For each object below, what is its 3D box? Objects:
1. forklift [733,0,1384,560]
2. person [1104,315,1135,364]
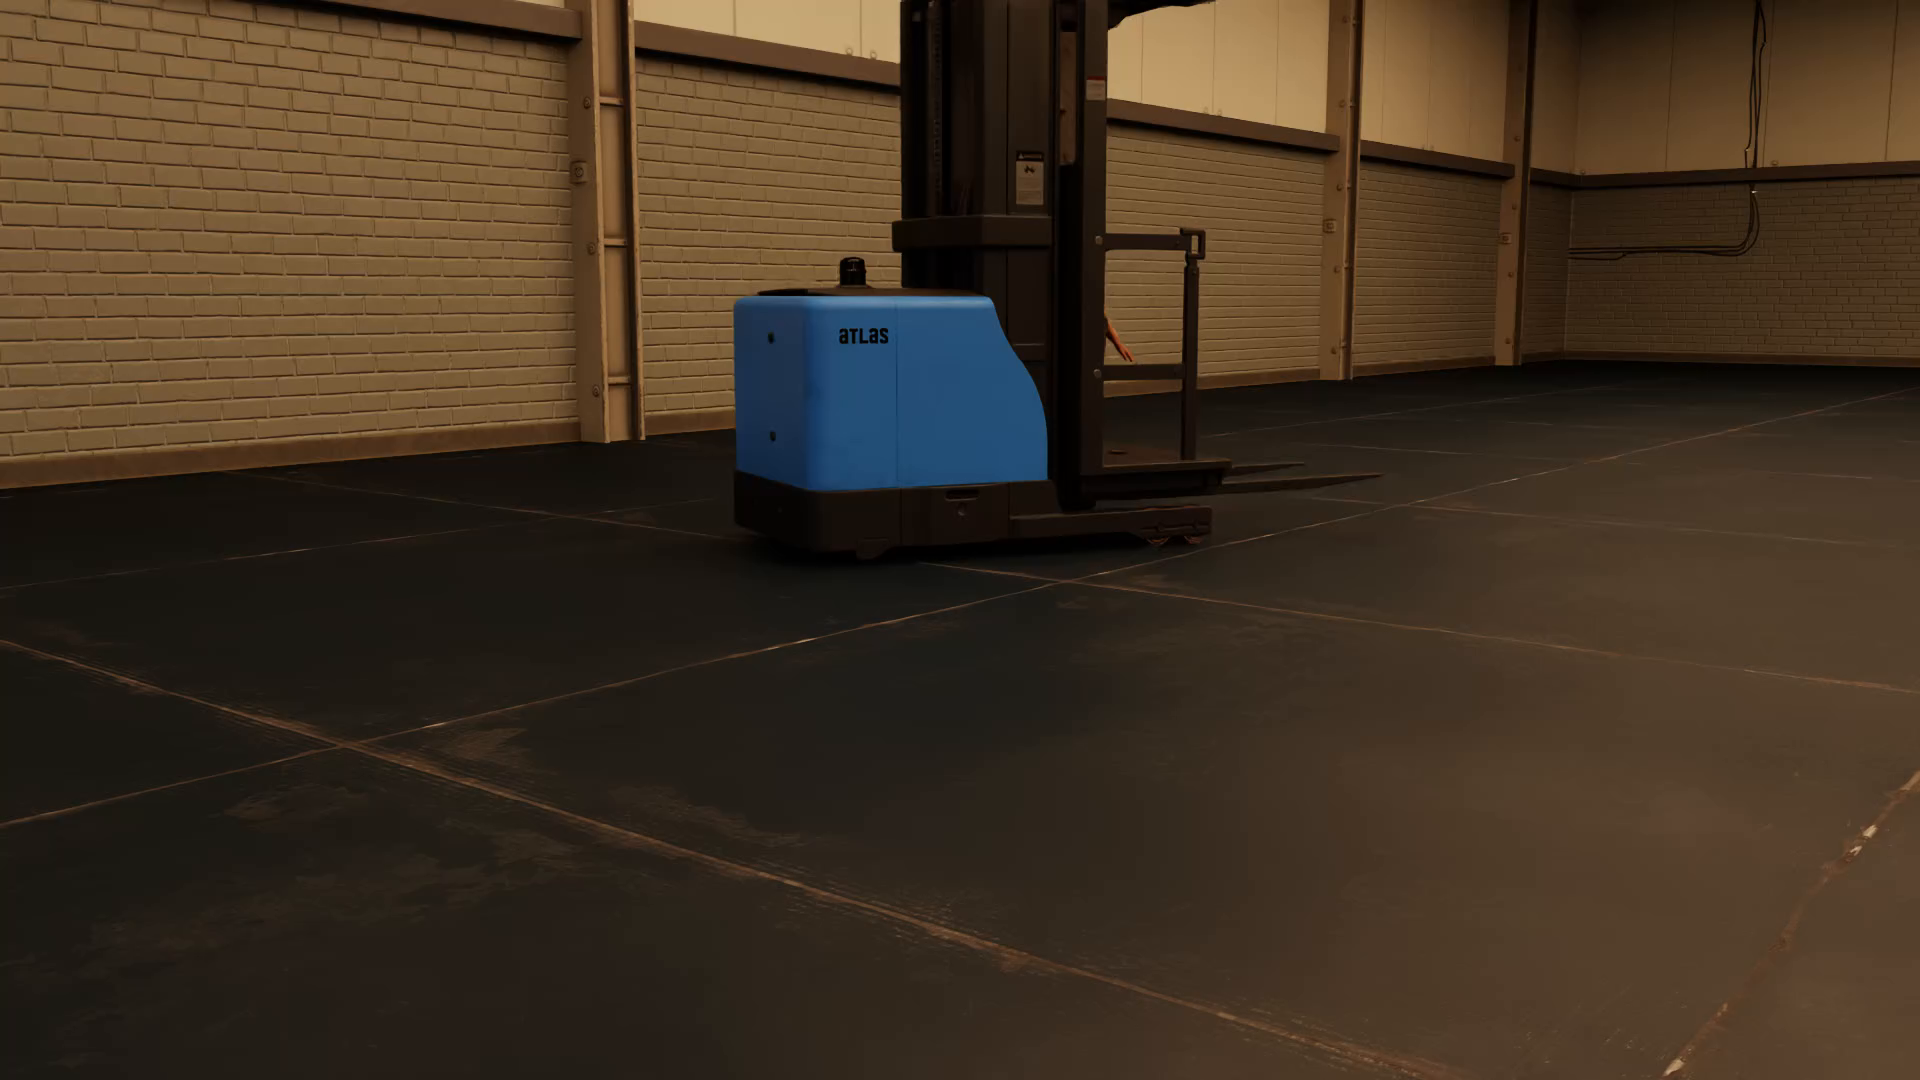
[{"bbox_3d":[0.545,-1.491,7.475,3.031,2.935,1.130,-4,9,-26],"label":"forklift"},{"bbox_3d":[0.425,-0.932,8.691,0.877,1.534,0.693,-2,9,-15],"label":"person"}]
